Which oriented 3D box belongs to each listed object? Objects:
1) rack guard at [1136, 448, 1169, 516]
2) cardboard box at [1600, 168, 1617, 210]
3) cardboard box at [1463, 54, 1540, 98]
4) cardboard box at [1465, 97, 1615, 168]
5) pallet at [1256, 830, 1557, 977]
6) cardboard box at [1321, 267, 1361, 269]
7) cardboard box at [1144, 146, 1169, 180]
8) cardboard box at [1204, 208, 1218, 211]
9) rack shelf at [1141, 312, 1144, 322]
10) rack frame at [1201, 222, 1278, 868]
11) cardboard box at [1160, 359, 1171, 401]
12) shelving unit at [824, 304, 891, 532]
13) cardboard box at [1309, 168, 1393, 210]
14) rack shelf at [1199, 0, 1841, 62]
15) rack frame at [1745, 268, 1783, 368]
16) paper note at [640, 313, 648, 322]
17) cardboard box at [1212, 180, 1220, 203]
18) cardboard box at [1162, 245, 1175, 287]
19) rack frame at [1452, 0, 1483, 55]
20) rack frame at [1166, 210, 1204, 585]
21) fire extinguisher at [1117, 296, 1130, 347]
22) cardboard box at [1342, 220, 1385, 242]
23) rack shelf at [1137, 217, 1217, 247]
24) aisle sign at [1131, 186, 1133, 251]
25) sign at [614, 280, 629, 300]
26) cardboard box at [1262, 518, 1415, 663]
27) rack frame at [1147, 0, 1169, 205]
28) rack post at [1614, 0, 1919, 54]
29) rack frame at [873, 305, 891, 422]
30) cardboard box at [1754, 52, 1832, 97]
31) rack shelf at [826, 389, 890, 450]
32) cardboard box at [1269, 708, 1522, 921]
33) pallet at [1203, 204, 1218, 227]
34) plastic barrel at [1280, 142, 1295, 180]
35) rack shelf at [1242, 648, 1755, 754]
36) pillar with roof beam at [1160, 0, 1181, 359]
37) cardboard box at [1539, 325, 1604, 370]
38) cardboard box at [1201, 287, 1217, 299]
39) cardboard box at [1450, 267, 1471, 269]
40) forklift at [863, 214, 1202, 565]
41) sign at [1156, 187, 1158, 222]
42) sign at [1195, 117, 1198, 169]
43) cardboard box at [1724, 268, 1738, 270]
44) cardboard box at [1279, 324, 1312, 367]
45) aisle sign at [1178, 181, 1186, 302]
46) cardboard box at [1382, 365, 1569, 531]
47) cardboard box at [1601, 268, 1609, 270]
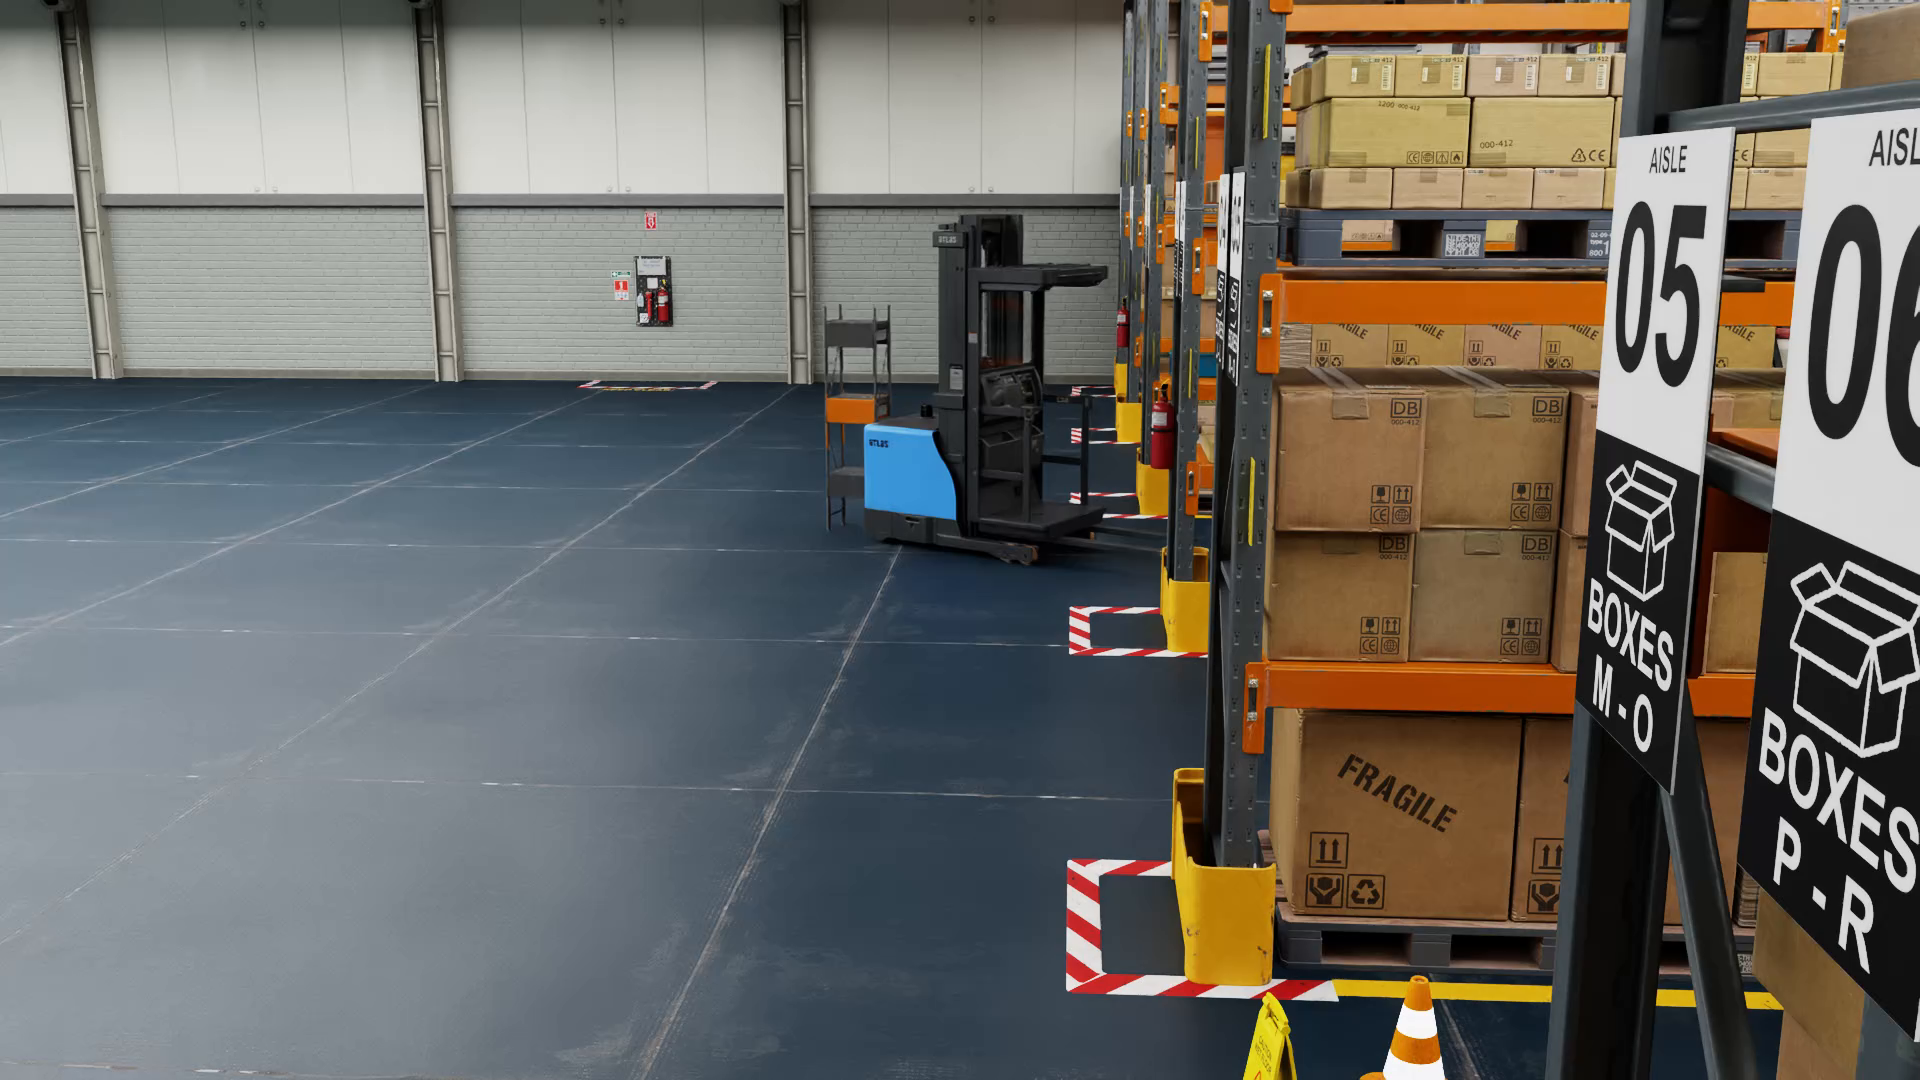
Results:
[{"bbox_3d":[1.992,-0.605,16.921,0.348,0.500,1.175,1,12,4],"label":"rack guard"},{"bbox_3d":[2.478,-1.312,6.213,0.250,0.149,0.380,1,12,4],"label":"cardboard box"},{"bbox_3d":[1.966,-1.709,6.166,0.250,0.149,0.380,1,12,3],"label":"cardboard box"},{"bbox_3d":[2.120,-1.525,6.259,0.500,0.250,0.500,1,12,3],"label":"cardboard box"},{"bbox_3d":[1.952,1.564,7.259,1.213,0.211,1.003,1,12,4],"label":"pallet"},{"bbox_3d":[4.791,-3.479,21.144,0.500,0.500,0.700,1,12,4],"label":"cardboard box"},{"bbox_3d":[2.943,-5.805,25.615,0.500,0.500,0.500,0,12,0],"label":"cardboard box"},{"bbox_3d":[3.943,-5.294,25.614,0.500,0.500,0.500,1,12,6],"label":"cardboard box"},{"bbox_3d":[4.570,-3.464,26.242,4.000,0.370,1.077,1,12,4],"label":"rack shelf"},{"bbox_3d":[1.149,0.204,6.949,0.127,3.000,1.000,1,12,4],"label":"rack frame"},{"bbox_3d":[2.802,-2.112,21.878,0.500,0.500,0.500,1,12,4],"label":"cardboard box"},{"bbox_3d":[-0.947,-1.130,15.522,0.503,2.100,0.431,4,12,18],"label":"shelving unit"},{"bbox_3d":[1.470,-1.326,6.279,0.250,0.149,0.380,1,12,4],"label":"cardboard box"},{"bbox_3d":[3.577,-3.363,11.115,4.000,0.370,1.077,1,12,4],"label":"rack shelf"},{"bbox_3d":[5.573,-0.753,11.525,0.127,3.000,1.000,1,12,4],"label":"rack frame"},{"bbox_3d":[-5.291,-3.720,27.859,0.142,0.148,0.016,1,12,4],"label":"paper note"},{"bbox_3d":[1.841,-2.347,11.210,0.250,0.149,0.380,1,12,3],"label":"cardboard box"},{"bbox_3d":[2.765,-3.506,21.272,0.500,0.500,0.700,1,12,4],"label":"cardboard box"},{"bbox_3d":[6.238,-5.713,20.585,0.127,3.000,1.000,1,12,4],"label":"rack frame"},{"bbox_3d":[1.582,-0.808,11.787,0.127,3.000,1.000,1,12,4],"label":"rack frame"},{"bbox_3d":[2.160,-2.890,21.930,0.183,0.674,0.296,1,12,4],"label":"fire extinguisher"},{"bbox_3d":[2.560,-2.138,11.183,0.500,0.250,0.500,1,12,2],"label":"cardboard box"},{"bbox_3d":[4.243,-3.920,21.097,4.000,0.370,1.077,1,12,4],"label":"rack shelf"},{"bbox_3d":[2.161,-4.042,20.900,0.004,0.787,0.394,1,12,4],"label":"aisle sign"},{"bbox_3d":[-5.664,-4.181,27.823,0.234,0.329,0.001,1,12,4],"label":"sign"},{"bbox_3d":[1.523,0.126,6.954,0.550,0.550,0.875,1,12,4],"label":"cardboard box"},{"bbox_3d":[1.913,-4.756,16.010,0.127,3.000,1.000,1,12,4],"label":"rack frame"},{"bbox_3d":[7.874,-4.790,15.683,3.121,1.000,1.013,1,12,4],"label":"rack post"},{"bbox_3d":[-0.715,-1.114,15.446,0.015,2.100,0.400,4,12,18],"label":"rack frame"},{"bbox_3d":[2.985,-1.695,6.099,0.250,0.149,0.380,1,12,5],"label":"cardboard box"},{"bbox_3d":[-0.947,-1.116,15.524,0.480,0.518,0.431,4,12,18],"label":"rack shelf"},{"bbox_3d":[1.830,1.034,7.144,0.875,0.875,0.875,1,12,4],"label":"cardboard box"},{"bbox_3d":[2.731,-3.164,16.186,1.213,0.211,1.003,1,12,4],"label":"pallet"},{"bbox_3d":[3.058,-3.596,16.304,0.600,0.588,0.600,0,12,0],"label":"plastic barrel"},{"bbox_3d":[3.145,0.583,6.892,4.000,0.370,1.077,1,12,4],"label":"rack shelf"},{"bbox_3d":[3.043,-6.068,22.280,0.548,9.000,9.100,1,12,4],"label":"pillar with roof beam"},{"bbox_3d":[4.107,-1.401,11.208,0.500,0.500,0.500,1,12,4],"label":"cardboard box"},{"bbox_3d":[3.137,-3.142,21.116,0.250,0.149,0.380,1,12,4],"label":"cardboard box"},{"bbox_3d":[7.628,-4.030,25.872,0.500,0.500,0.700,2,12,10],"label":"cardboard box"},{"bbox_3d":[0.625,-1.343,14.512,3.031,2.935,1.130,8,14,33],"label":"forklift"},{"bbox_3d":[1.871,-3.180,15.779,0.005,0.325,0.100,1,12,4],"label":"sign"},{"bbox_3d":[1.545,-2.593,10.860,0.005,0.325,0.100,1,12,4],"label":"sign"},{"bbox_3d":[11.529,-4.240,25.341,0.500,0.250,0.500,1,12,3],"label":"cardboard box"},{"bbox_3d":[2.112,-1.429,11.341,0.500,0.500,0.500,1,12,4],"label":"cardboard box"},{"bbox_3d":[1.500,-2.020,11.231,0.004,0.787,0.394,1,12,4],"label":"aisle sign"},{"bbox_3d":[2.072,-0.396,6.815,0.550,0.550,0.875,1,12,4],"label":"cardboard box"},{"bbox_3d":[10.087,-4.003,25.742,0.500,0.500,0.700,-1,12,-3],"label":"cardboard box"}]
